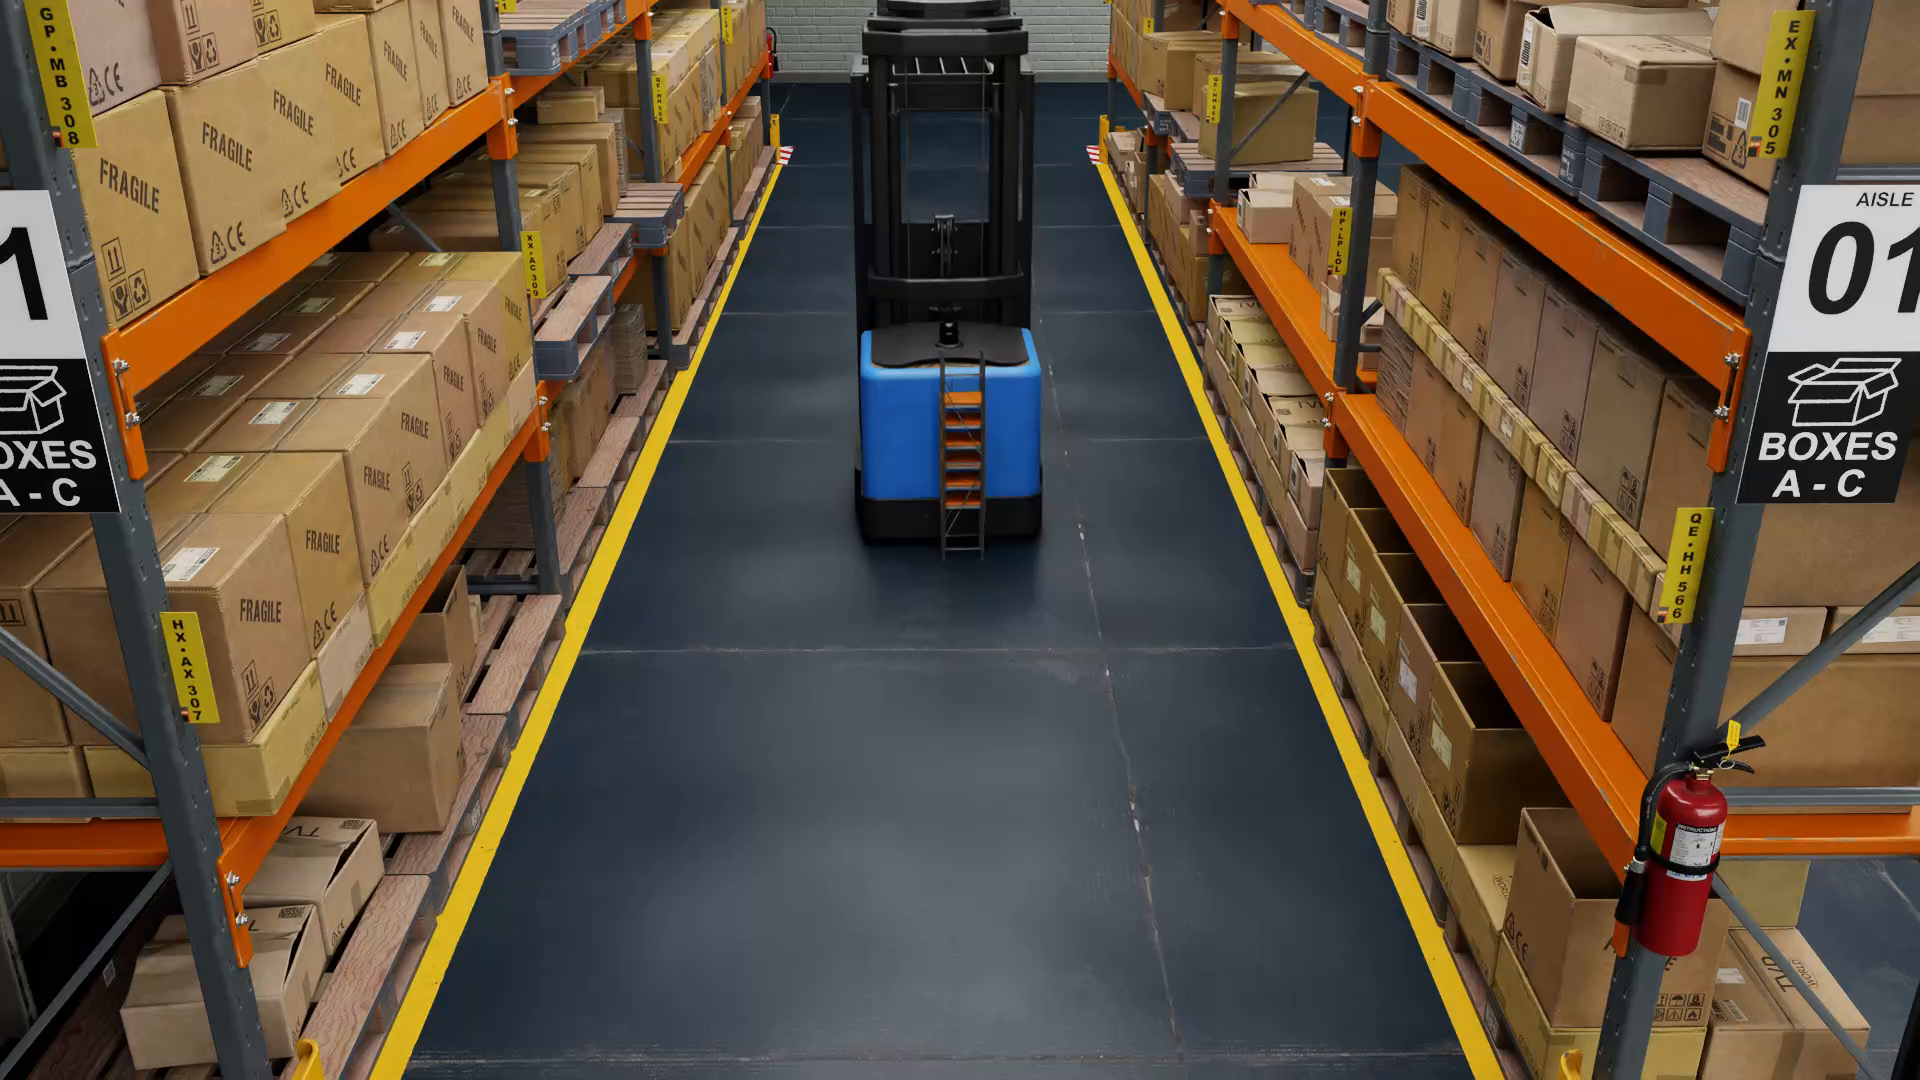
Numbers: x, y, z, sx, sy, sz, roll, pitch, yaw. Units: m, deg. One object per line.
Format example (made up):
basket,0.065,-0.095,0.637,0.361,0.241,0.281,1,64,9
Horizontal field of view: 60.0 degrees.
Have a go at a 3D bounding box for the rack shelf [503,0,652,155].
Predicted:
rack shelf,-2.613,-2.781,9.491,1.077,0.370,4.000,0,24,-1

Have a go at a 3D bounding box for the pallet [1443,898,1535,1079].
pallet,2.356,1.662,5.818,1.003,0.211,1.213,0,24,-1

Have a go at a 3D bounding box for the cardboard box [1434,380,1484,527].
cardboard box,2.388,-0.380,6.829,0.700,0.500,0.500,0,24,0

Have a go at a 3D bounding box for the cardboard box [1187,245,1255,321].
cardboard box,2.074,-2.036,13.110,0.500,0.500,0.500,1,24,2

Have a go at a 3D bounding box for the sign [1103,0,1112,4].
sign,1.689,-6.278,18.941,0.100,0.325,0.005,0,24,-1

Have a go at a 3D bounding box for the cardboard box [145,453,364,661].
cardboard box,-2.247,0.046,5.255,0.500,0.500,0.500,0,24,0

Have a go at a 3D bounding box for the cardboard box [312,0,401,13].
cardboard box,-2.282,-2.148,5.861,0.500,0.500,0.500,-1,24,-2

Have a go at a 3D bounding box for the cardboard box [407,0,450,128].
cardboard box,-2.345,-1.924,6.578,0.500,0.500,0.500,-2,24,-5

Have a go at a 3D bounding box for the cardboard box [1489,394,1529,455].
cardboard box,2.192,-0.430,6.152,0.380,0.149,0.250,-1,24,-1

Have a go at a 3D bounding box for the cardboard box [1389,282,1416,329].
cardboard box,2.175,-1.068,7.562,0.380,0.149,0.250,0,24,0

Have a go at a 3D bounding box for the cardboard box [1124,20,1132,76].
cardboard box,1.990,-5.122,17.314,0.500,0.500,0.500,0,24,0

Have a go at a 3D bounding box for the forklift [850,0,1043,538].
forklift,-0.116,-1.913,10.423,1.130,2.935,3.031,-1,24,-2

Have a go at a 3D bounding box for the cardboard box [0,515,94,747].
cardboard box,-2.765,0.255,4.794,0.500,0.500,0.500,-1,24,-1

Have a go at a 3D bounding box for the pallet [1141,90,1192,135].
pallet,2.175,-3.821,14.791,1.003,0.211,1.213,0,24,-1

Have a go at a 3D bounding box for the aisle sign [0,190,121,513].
aisle sign,-2.246,-0.426,3.896,0.394,0.787,0.004,0,24,-1

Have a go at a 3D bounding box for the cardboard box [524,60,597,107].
cardboard box,-2.899,-3.283,11.953,0.500,0.250,0.500,0,24,1

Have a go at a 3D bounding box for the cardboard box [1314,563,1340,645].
cardboard box,2.064,0.312,8.246,0.500,0.250,0.500,0,24,-1

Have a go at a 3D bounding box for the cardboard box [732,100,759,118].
cardboard box,-2.427,-4.765,18.382,0.380,0.149,0.250,0,24,1

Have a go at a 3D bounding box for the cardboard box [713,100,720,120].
cardboard box,-2.365,-3.867,14.940,0.380,0.149,0.250,0,24,0

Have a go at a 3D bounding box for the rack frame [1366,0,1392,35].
rack frame,2.363,-3.675,6.955,1.000,3.000,0.127,0,24,-1

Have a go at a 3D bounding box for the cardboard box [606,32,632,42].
cardboard box,-2.909,-3.918,13.357,0.500,0.250,0.500,-1,24,-2

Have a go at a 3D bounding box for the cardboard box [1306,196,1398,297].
cardboard box,2.359,-1.727,9.807,0.500,0.500,0.500,0,24,0

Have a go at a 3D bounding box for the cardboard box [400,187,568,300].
cardboard box,-2.561,-1.604,9.001,0.700,0.500,0.500,2,24,5

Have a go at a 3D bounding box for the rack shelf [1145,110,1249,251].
rack shelf,2.297,-3.086,13.806,1.077,0.370,4.000,0,24,-1

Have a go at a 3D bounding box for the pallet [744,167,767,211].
pallet,-2.624,-3.761,17.810,1.003,0.211,1.213,0,24,-1

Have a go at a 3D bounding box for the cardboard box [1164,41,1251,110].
cardboard box,2.128,-3.996,14.313,0.700,0.500,0.500,4,25,8

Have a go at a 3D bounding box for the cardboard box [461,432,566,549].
cardboard box,-2.615,-0.282,9.234,0.700,0.500,0.500,1,24,1

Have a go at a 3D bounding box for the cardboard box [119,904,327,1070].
cardboard box,-2.465,1.470,5.589,0.500,0.311,0.500,-3,25,-7

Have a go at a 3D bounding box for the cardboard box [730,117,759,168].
cardboard box,-2.608,-4.421,18.408,0.700,0.500,0.500,0,24,-1

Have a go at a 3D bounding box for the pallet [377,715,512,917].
pallet,-2.532,1.133,6.988,1.003,0.211,1.213,0,24,-1

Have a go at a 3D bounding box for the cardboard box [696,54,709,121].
cardboard box,-2.409,-3.798,14.001,0.500,0.500,0.500,0,24,0

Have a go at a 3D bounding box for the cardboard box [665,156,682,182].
cardboard box,-2.319,-2.811,12.606,0.380,0.149,0.250,0,24,1

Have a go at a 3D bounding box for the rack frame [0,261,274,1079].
rack frame,-2.547,0.731,4.495,1.000,3.000,0.127,0,24,-1

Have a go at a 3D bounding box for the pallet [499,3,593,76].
pallet,-2.491,-2.454,8.123,1.213,0.211,1.003,0,24,-1

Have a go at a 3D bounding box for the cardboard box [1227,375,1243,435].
cardboard box,2.049,-0.890,10.904,0.500,0.250,0.500,-1,24,-2

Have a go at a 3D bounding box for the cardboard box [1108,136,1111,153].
cardboard box,1.895,-4.519,19.005,0.380,0.166,0.250,0,24,-1

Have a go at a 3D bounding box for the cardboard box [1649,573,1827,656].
cardboard box,2.212,0.209,4.739,0.380,0.149,0.250,-1,24,-1

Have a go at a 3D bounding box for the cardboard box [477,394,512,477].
cardboard box,-2.285,-0.459,7.283,0.500,0.250,0.500,0,24,0

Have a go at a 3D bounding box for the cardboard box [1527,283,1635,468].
cardboard box,2.396,-0.568,5.671,0.700,0.500,0.500,0,24,0

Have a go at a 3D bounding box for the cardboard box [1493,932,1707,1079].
cardboard box,2.105,1.549,5.513,0.500,0.250,0.500,0,24,-1

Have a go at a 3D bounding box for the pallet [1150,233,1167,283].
pallet,2.322,-2.632,15.314,1.003,0.211,1.213,0,24,-1

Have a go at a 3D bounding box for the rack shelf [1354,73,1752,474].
rack shelf,2.384,-1.156,5.899,1.077,0.370,4.000,0,24,-1

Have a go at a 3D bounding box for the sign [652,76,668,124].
sign,-2.092,-3.064,11.575,0.100,0.325,0.005,0,24,-1

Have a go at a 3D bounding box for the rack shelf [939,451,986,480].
rack shelf,0.014,-0.420,9.330,0.258,0.103,0.180,-1,24,-2

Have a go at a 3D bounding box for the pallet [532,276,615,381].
pallet,-2.454,-1.146,8.876,1.003,0.211,1.213,0,24,-1

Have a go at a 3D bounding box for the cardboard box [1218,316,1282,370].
cardboard box,2.045,-1.350,11.242,0.500,0.311,0.500,-1,24,-2

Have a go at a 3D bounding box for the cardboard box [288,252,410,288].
cardboard box,-2.794,-1.005,7.581,0.500,0.500,0.500,-1,24,-2

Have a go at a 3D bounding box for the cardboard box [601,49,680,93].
cardboard box,-2.388,-3.507,12.449,0.500,0.250,0.500,-1,24,-1

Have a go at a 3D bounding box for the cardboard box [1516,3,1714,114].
cardboard box,2.124,-1.577,5.385,0.500,0.311,0.500,3,24,6

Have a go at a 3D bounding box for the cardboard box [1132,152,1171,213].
cardboard box,1.985,-3.533,16.421,0.500,0.500,0.500,0,24,-1

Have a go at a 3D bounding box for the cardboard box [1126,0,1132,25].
cardboard box,1.993,-5.572,17.096,0.500,0.500,0.500,0,24,-1

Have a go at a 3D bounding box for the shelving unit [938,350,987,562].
shelving unit,0.014,-0.460,9.312,0.258,1.200,0.189,-1,24,-2

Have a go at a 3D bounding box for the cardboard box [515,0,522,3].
cardboard box,-2.523,-2.914,8.513,0.500,0.311,0.500,1,24,1

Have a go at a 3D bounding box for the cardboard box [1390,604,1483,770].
cardboard box,2.073,0.589,6.725,0.500,0.500,0.500,0,24,-1
